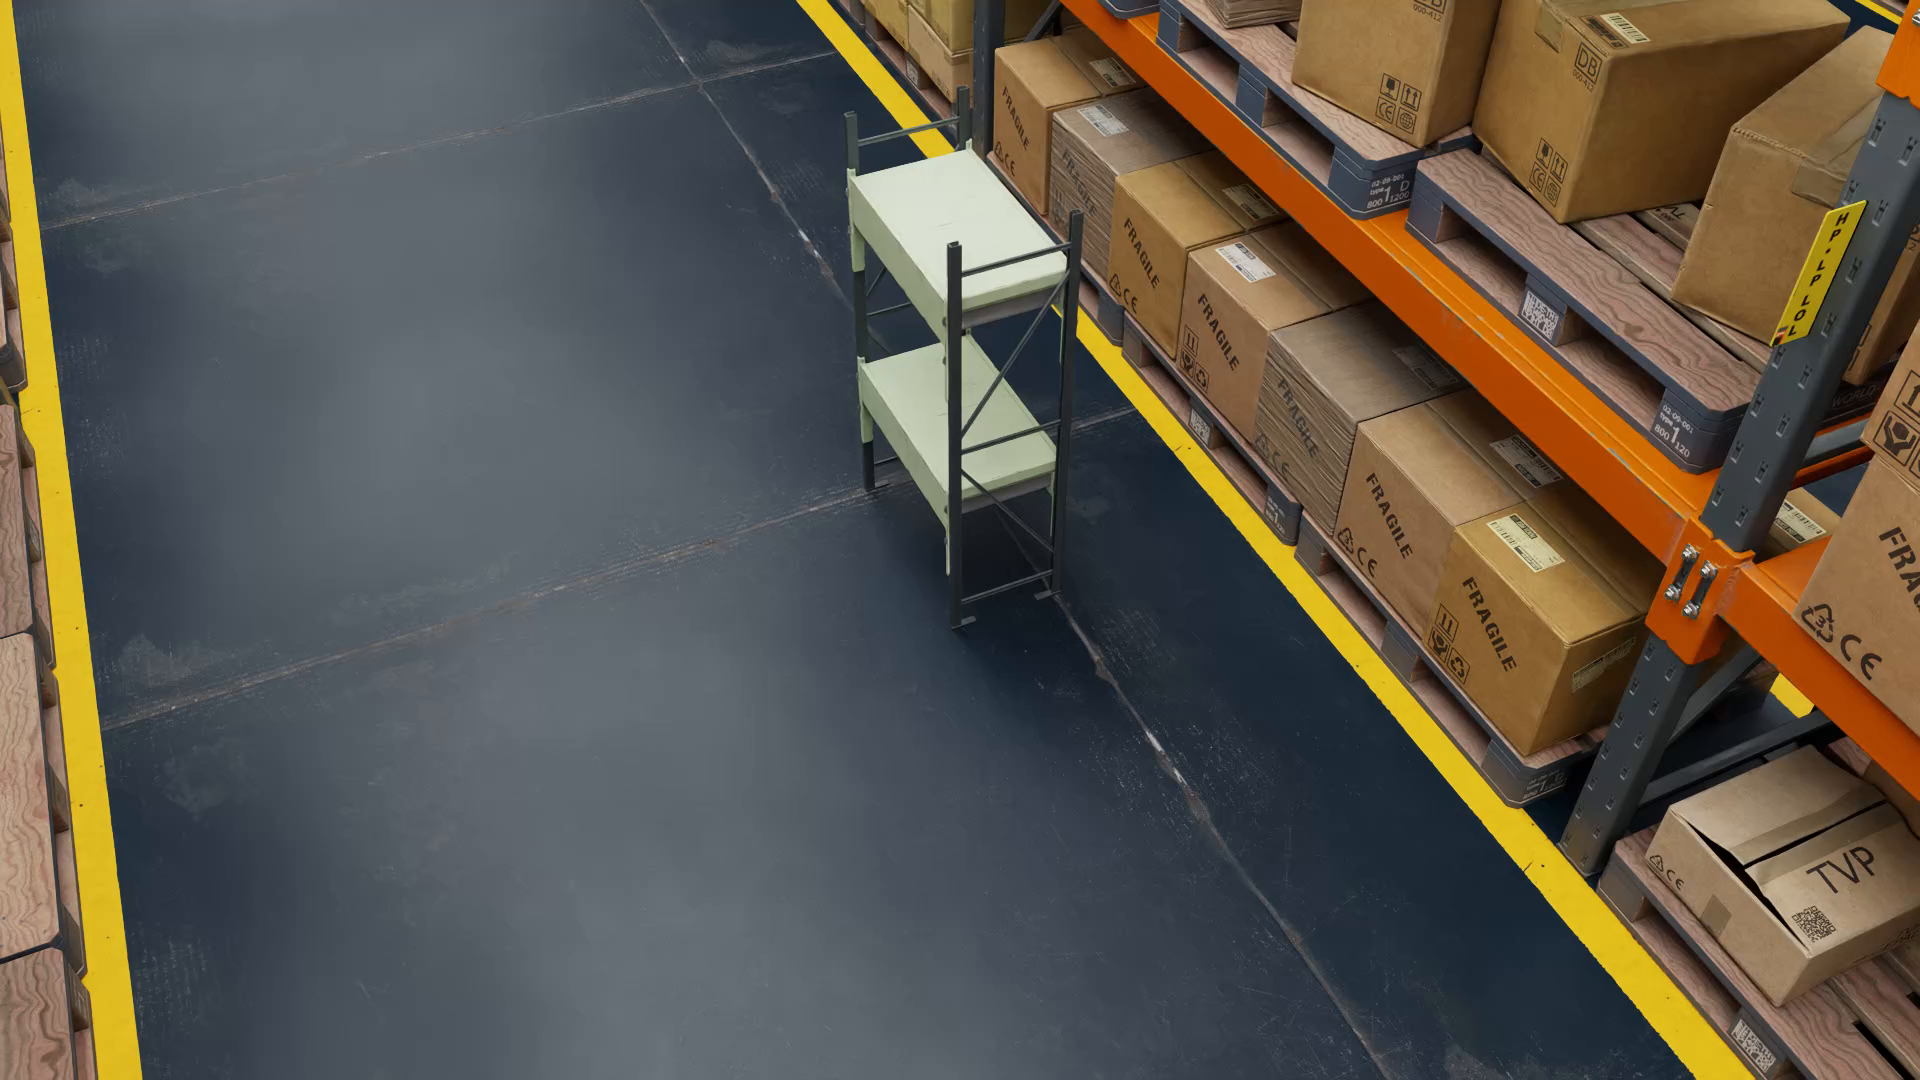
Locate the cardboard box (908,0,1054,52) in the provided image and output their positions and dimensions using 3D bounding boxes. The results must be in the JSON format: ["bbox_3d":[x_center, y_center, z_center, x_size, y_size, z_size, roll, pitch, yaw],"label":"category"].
[{"bbox_3d":[0.090,-2.462,7.369,0.500,0.311,0.500,-17,47,-16],"label":"cardboard box"}]

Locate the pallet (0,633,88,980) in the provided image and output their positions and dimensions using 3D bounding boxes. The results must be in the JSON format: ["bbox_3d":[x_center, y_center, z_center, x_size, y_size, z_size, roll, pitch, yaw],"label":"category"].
[{"bbox_3d":[-3.084,0.889,4.699,1.003,0.211,1.213,-18,47,-17],"label":"pallet"}]

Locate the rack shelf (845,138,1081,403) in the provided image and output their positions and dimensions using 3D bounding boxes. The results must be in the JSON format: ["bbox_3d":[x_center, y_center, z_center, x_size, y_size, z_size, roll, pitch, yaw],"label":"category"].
[{"bbox_3d":[-0.003,-0.816,4.953,0.431,0.370,0.720,-18,47,-17],"label":"rack shelf"}]

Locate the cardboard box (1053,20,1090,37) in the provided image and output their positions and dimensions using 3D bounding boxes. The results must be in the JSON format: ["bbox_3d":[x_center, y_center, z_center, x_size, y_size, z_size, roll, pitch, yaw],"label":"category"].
[{"bbox_3d":[0.579,-2.422,7.728,0.500,0.250,0.500,-18,47,-18],"label":"cardboard box"}]

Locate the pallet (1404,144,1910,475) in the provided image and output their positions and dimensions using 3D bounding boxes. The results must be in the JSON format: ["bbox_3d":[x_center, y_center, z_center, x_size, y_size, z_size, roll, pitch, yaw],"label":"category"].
[{"bbox_3d":[1.978,-0.755,4.516,1.003,0.211,1.213,-18,47,-17],"label":"pallet"}]

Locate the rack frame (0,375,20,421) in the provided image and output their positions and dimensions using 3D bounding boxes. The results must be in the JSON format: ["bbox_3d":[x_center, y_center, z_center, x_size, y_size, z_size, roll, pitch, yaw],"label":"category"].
[{"bbox_3d":[-3.963,-1.370,5.003,1.000,3.000,0.127,-18,47,-17],"label":"rack frame"}]

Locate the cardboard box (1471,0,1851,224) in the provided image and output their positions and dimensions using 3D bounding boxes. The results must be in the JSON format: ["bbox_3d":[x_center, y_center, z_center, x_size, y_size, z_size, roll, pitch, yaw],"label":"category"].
[{"bbox_3d":[1.872,-1.254,4.515,0.700,0.500,0.500,-11,46,-11],"label":"cardboard box"}]

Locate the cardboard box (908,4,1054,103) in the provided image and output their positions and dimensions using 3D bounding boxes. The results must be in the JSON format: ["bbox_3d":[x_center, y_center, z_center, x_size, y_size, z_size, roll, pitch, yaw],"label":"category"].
[{"bbox_3d":[0.091,-2.265,7.568,0.500,0.250,0.500,-17,47,-16],"label":"cardboard box"}]

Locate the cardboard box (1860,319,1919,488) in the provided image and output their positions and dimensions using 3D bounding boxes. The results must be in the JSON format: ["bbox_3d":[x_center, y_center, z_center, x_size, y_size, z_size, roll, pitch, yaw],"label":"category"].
[{"bbox_3d":[2.158,-0.290,3.125,0.500,0.500,0.500,-17,47,-16],"label":"cardboard box"}]

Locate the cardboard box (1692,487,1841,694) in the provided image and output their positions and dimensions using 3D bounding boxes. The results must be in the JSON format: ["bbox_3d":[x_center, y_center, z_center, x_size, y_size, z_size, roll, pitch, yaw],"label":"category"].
[{"bbox_3d":[2.233,0.071,5.009,0.500,0.500,0.500,-20,48,-19],"label":"cardboard box"}]

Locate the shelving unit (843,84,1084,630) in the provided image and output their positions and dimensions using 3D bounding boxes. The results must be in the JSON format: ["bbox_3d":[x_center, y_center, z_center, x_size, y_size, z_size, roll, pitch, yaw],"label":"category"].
[{"bbox_3d":[-0.003,-0.538,5.228,0.431,1.500,0.755,-18,47,-17],"label":"shelving unit"}]

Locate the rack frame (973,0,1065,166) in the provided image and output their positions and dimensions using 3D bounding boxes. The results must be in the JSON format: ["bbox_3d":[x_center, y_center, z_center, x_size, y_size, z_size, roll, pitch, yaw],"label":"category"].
[{"bbox_3d":[0.533,-2.831,6.483,1.000,3.000,0.127,-18,47,-17],"label":"rack frame"}]

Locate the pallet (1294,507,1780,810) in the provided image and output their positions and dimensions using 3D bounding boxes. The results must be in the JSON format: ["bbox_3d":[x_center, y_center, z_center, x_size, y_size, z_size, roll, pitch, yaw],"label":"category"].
[{"bbox_3d":[1.839,0.204,5.393,1.003,0.211,1.213,-18,47,-17],"label":"pallet"}]

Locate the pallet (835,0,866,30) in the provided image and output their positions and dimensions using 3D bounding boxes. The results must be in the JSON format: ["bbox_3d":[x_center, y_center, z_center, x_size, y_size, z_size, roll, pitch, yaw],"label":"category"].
[{"bbox_3d":[-0.287,-3.151,8.793,1.003,0.211,1.213,-18,47,-17],"label":"pallet"}]

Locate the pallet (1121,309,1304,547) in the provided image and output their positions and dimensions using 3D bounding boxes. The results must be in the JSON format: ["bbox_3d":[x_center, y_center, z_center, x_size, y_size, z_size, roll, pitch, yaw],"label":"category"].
[{"bbox_3d":[1.322,-0.575,6.182,1.003,0.211,1.213,-18,47,-17],"label":"pallet"}]

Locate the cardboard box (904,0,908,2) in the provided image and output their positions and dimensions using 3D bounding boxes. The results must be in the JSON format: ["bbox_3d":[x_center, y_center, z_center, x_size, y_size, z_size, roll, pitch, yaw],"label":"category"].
[{"bbox_3d":[-0.135,-2.792,7.703,0.500,0.311,0.500,-19,48,-18],"label":"cardboard box"}]

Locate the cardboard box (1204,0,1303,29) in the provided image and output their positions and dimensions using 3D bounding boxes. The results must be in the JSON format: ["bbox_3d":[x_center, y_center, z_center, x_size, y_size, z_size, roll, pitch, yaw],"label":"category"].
[{"bbox_3d":[1.112,-2.009,5.280,0.700,0.500,0.500,-10,45,-10],"label":"cardboard box"}]

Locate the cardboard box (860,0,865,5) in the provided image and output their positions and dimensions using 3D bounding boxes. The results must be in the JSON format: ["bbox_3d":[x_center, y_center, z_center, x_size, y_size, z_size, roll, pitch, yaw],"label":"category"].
[{"bbox_3d":[-0.338,-2.914,8.226,0.500,0.250,0.500,-17,47,-17],"label":"cardboard box"}]

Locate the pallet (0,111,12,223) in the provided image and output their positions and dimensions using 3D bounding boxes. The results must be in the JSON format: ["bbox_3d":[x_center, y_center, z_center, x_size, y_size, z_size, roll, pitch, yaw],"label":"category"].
[{"bbox_3d":[-4.762,-1.659,7.281,1.003,0.211,1.213,-18,47,-17],"label":"pallet"}]

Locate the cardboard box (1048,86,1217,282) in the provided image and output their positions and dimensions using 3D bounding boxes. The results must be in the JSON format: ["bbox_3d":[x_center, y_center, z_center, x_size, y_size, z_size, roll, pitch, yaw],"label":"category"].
[{"bbox_3d":[0.691,-1.391,6.491,0.500,0.500,0.500,-20,48,-19],"label":"cardboard box"}]

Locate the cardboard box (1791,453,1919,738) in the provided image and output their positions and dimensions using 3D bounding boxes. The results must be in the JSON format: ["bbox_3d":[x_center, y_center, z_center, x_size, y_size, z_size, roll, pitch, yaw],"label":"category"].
[{"bbox_3d":[2.182,0.088,3.454,0.500,0.500,0.500,-17,47,-16],"label":"cardboard box"}]

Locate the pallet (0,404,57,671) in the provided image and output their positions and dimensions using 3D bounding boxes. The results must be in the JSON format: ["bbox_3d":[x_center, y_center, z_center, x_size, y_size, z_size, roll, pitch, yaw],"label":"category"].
[{"bbox_3d":[-3.593,0.112,5.486,1.003,0.211,1.213,-18,47,-17],"label":"pallet"}]

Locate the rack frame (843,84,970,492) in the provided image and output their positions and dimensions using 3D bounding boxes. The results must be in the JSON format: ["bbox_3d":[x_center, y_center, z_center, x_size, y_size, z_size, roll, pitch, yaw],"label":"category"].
[{"bbox_3d":[-0.157,-0.771,5.464,0.400,1.500,0.023,-18,47,-17],"label":"rack frame"}]

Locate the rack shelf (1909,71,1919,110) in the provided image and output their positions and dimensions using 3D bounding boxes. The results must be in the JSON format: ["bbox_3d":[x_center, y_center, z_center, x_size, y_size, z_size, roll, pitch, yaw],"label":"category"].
[{"bbox_3d":[3.056,0.181,1.807,1.077,0.370,4.000,-18,47,-17],"label":"rack shelf"}]

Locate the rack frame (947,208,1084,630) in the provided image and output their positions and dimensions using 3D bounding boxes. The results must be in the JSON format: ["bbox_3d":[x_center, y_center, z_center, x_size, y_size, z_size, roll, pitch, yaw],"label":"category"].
[{"bbox_3d":[0.151,-0.305,4.991,0.400,1.500,0.023,-18,47,-17],"label":"rack frame"}]

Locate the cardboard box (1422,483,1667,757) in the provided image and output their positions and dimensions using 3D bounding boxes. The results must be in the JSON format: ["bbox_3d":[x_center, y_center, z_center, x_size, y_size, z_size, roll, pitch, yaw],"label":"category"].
[{"bbox_3d":[1.748,0.222,4.856,0.500,0.500,0.500,-18,47,-18],"label":"cardboard box"}]

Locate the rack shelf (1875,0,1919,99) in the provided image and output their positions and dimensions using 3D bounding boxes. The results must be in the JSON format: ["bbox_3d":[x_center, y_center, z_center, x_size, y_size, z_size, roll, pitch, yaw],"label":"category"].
[{"bbox_3d":[1.374,-2.368,4.391,1.077,0.370,4.000,-18,47,-17],"label":"rack shelf"}]

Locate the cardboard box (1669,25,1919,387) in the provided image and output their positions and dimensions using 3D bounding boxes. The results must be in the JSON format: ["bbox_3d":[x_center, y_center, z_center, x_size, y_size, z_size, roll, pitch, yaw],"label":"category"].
[{"bbox_3d":[2.219,-0.835,4.090,0.700,0.500,0.500,-34,54,-30],"label":"cardboard box"}]

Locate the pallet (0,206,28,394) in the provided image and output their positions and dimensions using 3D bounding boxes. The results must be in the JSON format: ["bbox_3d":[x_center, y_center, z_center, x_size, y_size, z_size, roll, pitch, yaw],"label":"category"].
[{"bbox_3d":[-4.253,-0.883,6.495,1.003,0.211,1.213,-18,47,-17],"label":"pallet"}]

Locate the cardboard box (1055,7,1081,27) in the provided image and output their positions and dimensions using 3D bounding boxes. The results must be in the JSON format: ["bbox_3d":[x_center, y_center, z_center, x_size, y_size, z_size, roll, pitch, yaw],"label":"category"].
[{"bbox_3d":[0.579,-2.622,7.531,0.500,0.311,0.500,-17,47,-16],"label":"cardboard box"}]

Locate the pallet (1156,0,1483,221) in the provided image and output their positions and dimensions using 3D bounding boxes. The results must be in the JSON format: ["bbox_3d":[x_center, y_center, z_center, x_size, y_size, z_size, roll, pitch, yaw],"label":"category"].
[{"bbox_3d":[1.355,-1.525,5.296,1.003,0.211,1.213,-18,47,-17],"label":"pallet"}]

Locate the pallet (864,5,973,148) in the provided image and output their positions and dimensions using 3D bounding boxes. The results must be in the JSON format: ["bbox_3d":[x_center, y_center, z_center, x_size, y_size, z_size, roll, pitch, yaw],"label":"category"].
[{"bbox_3d":[0.222,-2.374,8.006,1.003,0.211,1.213,-18,47,-17],"label":"pallet"}]

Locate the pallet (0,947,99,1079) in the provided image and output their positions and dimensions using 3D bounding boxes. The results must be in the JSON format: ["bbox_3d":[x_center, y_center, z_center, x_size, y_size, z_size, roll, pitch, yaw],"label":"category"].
[{"bbox_3d":[-2.567,1.667,3.910,1.003,0.211,1.213,-18,47,-17],"label":"pallet"}]

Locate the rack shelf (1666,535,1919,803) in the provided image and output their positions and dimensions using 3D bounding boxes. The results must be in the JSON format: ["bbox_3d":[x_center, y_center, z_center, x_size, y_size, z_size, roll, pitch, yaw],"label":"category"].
[{"bbox_3d":[3.056,1.249,2.861,1.077,0.370,4.000,-18,47,-17],"label":"rack shelf"}]

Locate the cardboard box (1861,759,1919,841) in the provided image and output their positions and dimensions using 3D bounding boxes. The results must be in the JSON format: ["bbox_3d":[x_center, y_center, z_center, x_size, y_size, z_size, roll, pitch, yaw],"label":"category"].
[{"bbox_3d":[2.712,0.731,4.340,0.500,0.500,0.500,-18,47,-17],"label":"cardboard box"}]

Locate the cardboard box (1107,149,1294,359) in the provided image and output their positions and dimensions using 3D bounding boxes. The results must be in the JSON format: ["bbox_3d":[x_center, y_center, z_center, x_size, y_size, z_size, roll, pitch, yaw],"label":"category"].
[{"bbox_3d":[0.897,-1.070,6.165,0.500,0.500,0.500,-19,48,-18],"label":"cardboard box"}]

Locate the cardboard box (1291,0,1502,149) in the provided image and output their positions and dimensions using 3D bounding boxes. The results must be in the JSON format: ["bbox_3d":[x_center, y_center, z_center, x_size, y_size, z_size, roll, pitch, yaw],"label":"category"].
[{"bbox_3d":[1.416,-1.575,4.840,0.700,0.500,0.500,-30,52,-27],"label":"cardboard box"}]

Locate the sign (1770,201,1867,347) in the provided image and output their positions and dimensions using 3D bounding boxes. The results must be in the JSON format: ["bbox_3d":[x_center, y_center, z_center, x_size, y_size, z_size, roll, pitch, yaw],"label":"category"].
[{"bbox_3d":[1.713,-0.528,3.325,0.100,0.325,0.005,-18,47,-17],"label":"sign"}]

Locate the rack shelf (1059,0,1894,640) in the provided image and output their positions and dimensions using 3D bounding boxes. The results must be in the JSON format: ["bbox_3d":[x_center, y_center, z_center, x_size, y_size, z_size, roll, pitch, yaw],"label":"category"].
[{"bbox_3d":[1.374,-1.300,5.444,1.077,0.370,4.000,-18,47,-17],"label":"rack shelf"}]

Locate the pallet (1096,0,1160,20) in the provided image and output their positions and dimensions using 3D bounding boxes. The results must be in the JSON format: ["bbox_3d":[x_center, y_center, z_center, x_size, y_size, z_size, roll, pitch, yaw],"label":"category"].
[{"bbox_3d":[0.882,-2.351,6.134,1.213,0.211,1.003,-18,47,-17],"label":"pallet"}]

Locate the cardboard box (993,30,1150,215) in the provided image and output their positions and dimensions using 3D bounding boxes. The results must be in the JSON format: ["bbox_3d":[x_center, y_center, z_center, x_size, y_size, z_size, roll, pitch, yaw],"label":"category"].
[{"bbox_3d":[0.465,-1.723,6.827,0.500,0.500,0.500,-16,47,-16],"label":"cardboard box"}]

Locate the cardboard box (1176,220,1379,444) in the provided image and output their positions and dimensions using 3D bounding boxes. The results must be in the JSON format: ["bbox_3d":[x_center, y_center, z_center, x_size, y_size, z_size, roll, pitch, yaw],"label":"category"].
[{"bbox_3d":[1.121,-0.739,5.830,0.500,0.500,0.500,-20,48,-19],"label":"cardboard box"}]

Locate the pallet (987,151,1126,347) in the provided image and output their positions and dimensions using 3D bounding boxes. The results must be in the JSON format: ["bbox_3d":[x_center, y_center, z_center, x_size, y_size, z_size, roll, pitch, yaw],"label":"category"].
[{"bbox_3d":[0.813,-1.351,6.969,1.003,0.211,1.213,-18,47,-17],"label":"pallet"}]

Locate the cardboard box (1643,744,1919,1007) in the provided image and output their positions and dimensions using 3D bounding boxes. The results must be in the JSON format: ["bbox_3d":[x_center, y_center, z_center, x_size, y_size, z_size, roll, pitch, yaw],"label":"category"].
[{"bbox_3d":[2.195,0.850,4.354,0.500,0.311,0.500,-18,47,-17],"label":"cardboard box"}]

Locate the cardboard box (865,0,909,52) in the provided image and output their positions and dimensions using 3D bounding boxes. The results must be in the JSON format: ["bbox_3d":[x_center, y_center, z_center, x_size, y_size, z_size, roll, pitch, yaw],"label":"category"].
[{"bbox_3d":[-0.129,-2.592,7.900,0.500,0.250,0.500,-19,48,-18],"label":"cardboard box"}]

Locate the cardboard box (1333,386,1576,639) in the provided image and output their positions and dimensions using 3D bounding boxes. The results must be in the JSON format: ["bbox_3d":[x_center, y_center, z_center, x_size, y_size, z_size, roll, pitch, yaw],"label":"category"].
[{"bbox_3d":[1.547,-0.096,5.178,0.500,0.500,0.500,-18,47,-17],"label":"cardboard box"}]

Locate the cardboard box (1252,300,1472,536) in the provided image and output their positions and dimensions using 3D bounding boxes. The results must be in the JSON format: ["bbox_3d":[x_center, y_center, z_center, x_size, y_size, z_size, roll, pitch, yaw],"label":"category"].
[{"bbox_3d":[1.337,-0.416,5.502,0.500,0.500,0.500,-17,47,-17],"label":"cardboard box"}]

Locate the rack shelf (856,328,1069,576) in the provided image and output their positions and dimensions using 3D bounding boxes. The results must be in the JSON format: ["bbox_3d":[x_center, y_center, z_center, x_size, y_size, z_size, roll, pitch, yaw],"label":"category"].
[{"bbox_3d":[-0.003,-0.306,5.457,0.431,0.370,0.720,-18,47,-17],"label":"rack shelf"}]

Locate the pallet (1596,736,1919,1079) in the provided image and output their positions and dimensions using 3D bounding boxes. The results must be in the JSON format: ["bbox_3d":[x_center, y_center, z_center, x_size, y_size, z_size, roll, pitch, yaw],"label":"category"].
[{"bbox_3d":[2.503,1.149,4.436,1.003,0.211,1.213,-18,47,-17],"label":"pallet"}]

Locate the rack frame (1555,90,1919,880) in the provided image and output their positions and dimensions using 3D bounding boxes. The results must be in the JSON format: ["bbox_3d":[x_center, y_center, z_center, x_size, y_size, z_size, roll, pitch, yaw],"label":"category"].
[{"bbox_3d":[2.215,-0.282,3.900,1.000,3.000,0.127,-18,47,-17],"label":"rack frame"}]
